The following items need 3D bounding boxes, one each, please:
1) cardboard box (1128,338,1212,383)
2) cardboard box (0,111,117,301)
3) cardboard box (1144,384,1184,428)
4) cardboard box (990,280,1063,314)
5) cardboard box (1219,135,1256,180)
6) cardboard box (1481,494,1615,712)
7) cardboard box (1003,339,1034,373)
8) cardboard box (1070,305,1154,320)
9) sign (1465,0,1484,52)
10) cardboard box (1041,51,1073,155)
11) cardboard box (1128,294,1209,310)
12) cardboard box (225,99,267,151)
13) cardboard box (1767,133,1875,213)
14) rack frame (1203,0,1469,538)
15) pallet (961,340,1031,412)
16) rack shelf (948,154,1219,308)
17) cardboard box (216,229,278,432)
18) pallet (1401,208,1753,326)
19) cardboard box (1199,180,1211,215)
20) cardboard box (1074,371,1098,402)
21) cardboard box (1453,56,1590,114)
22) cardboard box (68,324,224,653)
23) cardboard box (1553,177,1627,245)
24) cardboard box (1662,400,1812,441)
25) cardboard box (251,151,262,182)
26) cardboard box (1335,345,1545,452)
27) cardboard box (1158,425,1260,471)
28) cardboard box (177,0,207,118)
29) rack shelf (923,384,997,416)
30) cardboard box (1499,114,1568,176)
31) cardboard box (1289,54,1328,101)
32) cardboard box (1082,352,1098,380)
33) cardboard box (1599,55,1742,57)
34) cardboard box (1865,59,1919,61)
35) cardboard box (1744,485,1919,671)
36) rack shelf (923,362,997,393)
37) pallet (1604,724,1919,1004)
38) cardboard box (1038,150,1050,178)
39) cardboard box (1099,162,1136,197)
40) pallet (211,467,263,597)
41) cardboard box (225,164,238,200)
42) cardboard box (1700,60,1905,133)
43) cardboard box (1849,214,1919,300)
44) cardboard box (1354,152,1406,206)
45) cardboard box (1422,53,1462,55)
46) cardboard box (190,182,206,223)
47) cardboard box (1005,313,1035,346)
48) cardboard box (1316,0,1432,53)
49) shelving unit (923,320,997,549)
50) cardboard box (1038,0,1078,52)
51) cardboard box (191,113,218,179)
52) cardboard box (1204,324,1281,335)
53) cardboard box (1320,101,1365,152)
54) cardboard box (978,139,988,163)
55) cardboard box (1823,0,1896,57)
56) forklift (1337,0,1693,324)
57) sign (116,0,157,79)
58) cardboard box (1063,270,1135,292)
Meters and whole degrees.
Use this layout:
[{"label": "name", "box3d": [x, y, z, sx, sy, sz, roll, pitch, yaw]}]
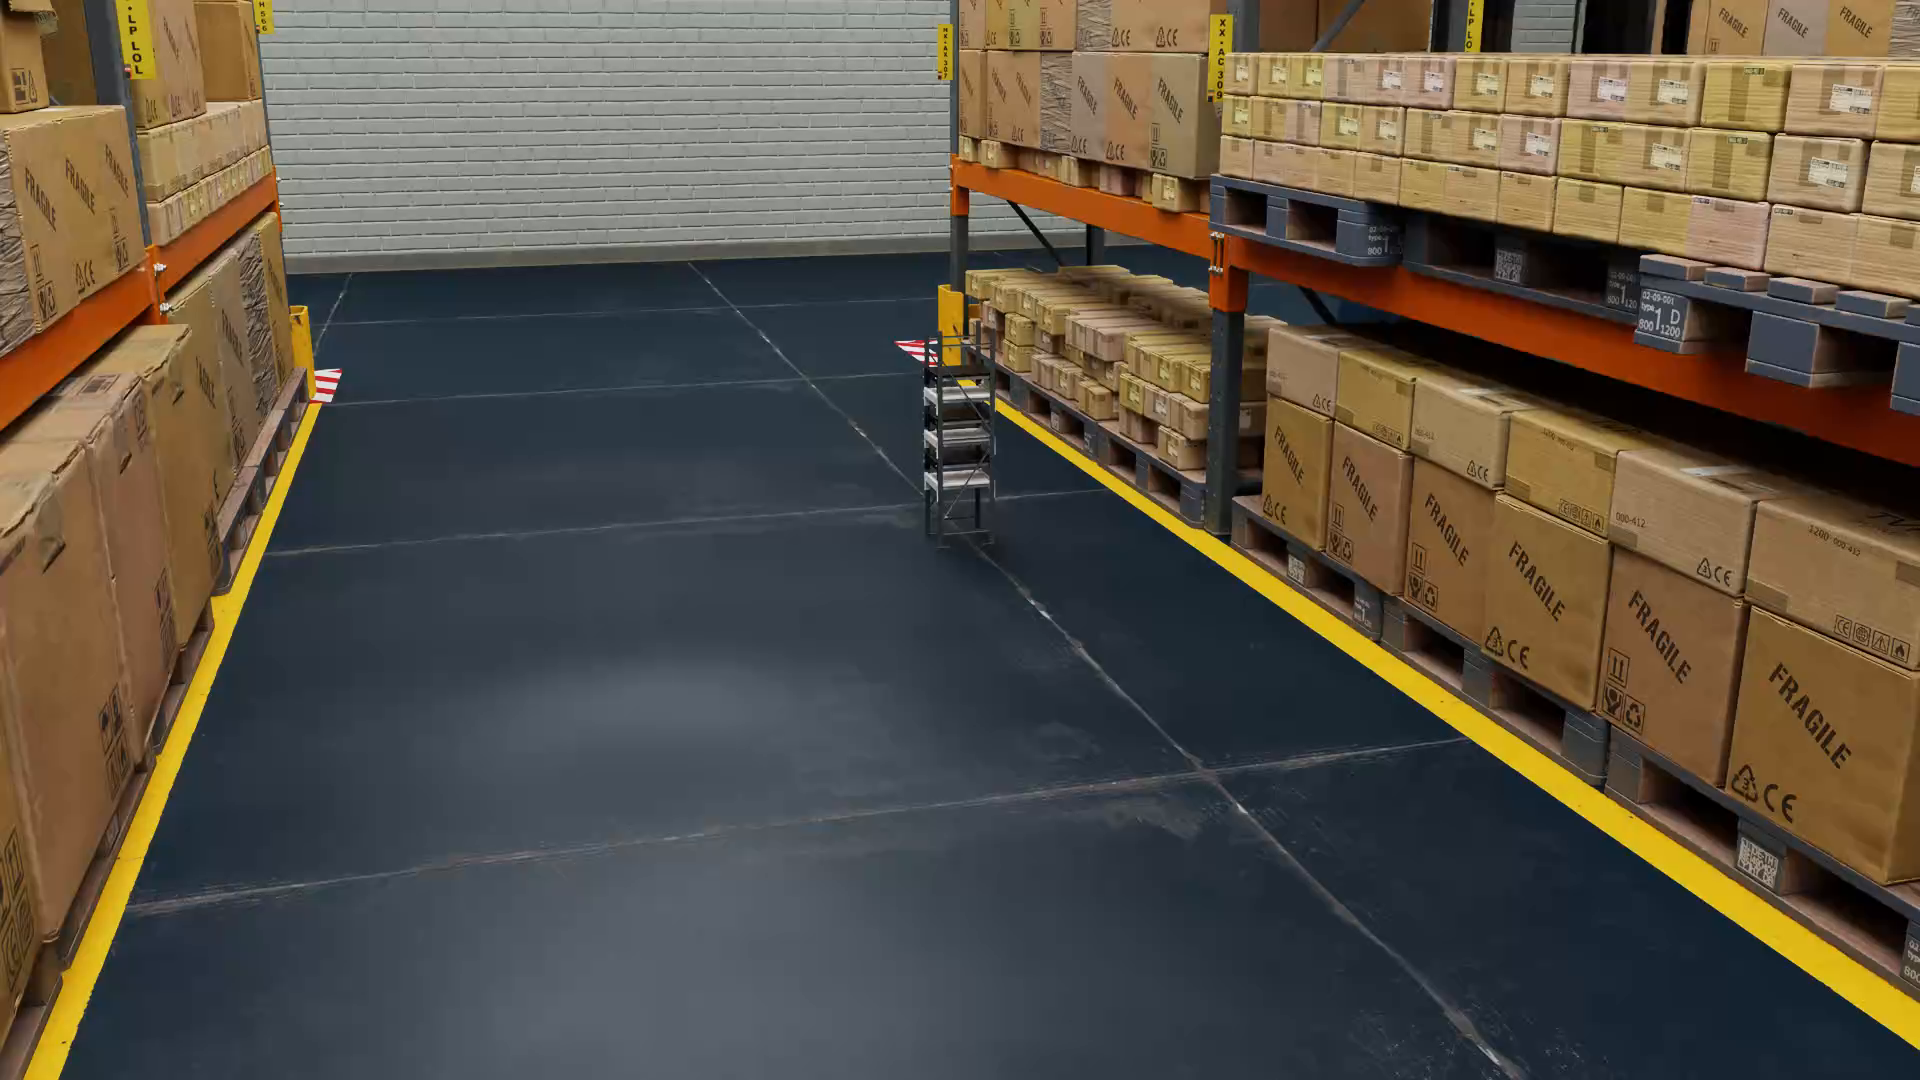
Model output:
[{"label": "cardboard box", "box3d": [1.002, -0.836, 7.713, 0.380, 0.149, 0.250, -5, 17, -16]}, {"label": "cardboard box", "box3d": [-2.743, -0.940, 4.694, 0.500, 0.500, 0.500, -4, 17, -14]}, {"label": "cardboard box", "box3d": [1.055, -0.616, 7.496, 0.380, 0.149, 0.250, -6, 18, -18]}, {"label": "cardboard box", "box3d": [0.389, -1.410, 9.625, 0.380, 0.149, 0.250, -5, 17, -15]}, {"label": "cardboard box", "box3d": [1.200, -1.437, 6.229, 0.380, 0.149, 0.250, -6, 18, -18]}, {"label": "cardboard box", "box3d": [1.901, 0.151, 4.852, 0.500, 0.500, 0.500, -6, 18, -18]}, {"label": "cardboard box", "box3d": [0.461, -1.060, 9.493, 0.380, 0.149, 0.250, -4, 17, -15]}, {"label": "cardboard box", "box3d": [0.794, -1.133, 8.700, 0.380, 0.149, 0.250, -5, 17, -15]}, {"label": "sign", "box3d": [2.066, -2.101, 6.720, 0.100, 0.325, 0.005, -5, 17, -15]}, {"label": "cardboard box", "box3d": [0.732, -2.229, 8.469, 0.500, 0.500, 0.500, -5, 17, -17]}, {"label": "cardboard box", "box3d": [1.134, -1.239, 9.053, 0.380, 0.149, 0.250, -5, 18, -17]}, {"label": "cardboard box", "box3d": [-3.974, -2.201, 8.810, 0.500, 0.250, 0.500, -5, 17, -16]}, {"label": "cardboard box", "box3d": [1.984, -0.793, 3.567, 0.380, 0.149, 0.250, -4, 17, -13]}, {"label": "rack frame", "box3d": [1.534, -1.502, 6.737, 1.000, 3.000, 0.127, -5, 17, -15]}, {"label": "pallet", "box3d": [0.645, -1.024, 9.994, 1.003, 0.211, 1.213, -5, 17, -15]}, {"label": "rack shelf", "box3d": [0.984, -1.710, 8.682, 1.077, 0.370, 4.000, -5, 17, -15]}, {"label": "cardboard box", "box3d": [-3.859, -1.005, 8.047, 0.875, 0.875, 0.875, -5, 17, -15]}, {"label": "pallet", "box3d": [2.050, -0.848, 4.893, 1.003, 0.211, 1.213, -5, 17, -15]}, {"label": "cardboard box", "box3d": [1.230, -1.442, 6.975, 0.380, 0.149, 0.250, -5, 17, -16]}, {"label": "cardboard box", "box3d": [0.807, -0.783, 8.569, 0.380, 0.149, 0.250, -4, 17, -14]}, {"label": "cardboard box", "box3d": [1.634, -1.290, 4.706, 0.380, 0.149, 0.250, -4, 17, -14]}, {"label": "cardboard box", "box3d": [-3.068, -0.146, 5.186, 1.225, 0.875, 0.875, -5, 17, -15]}, {"label": "cardboard box", "box3d": [1.777, -0.860, 4.306, 0.380, 0.149, 0.250, -5, 18, -18]}, {"label": "cardboard box", "box3d": [2.413, -0.246, 4.870, 0.500, 0.250, 0.500, -5, 17, -15]}, {"label": "cardboard box", "box3d": [-3.807, -1.909, 8.531, 0.380, 0.149, 0.250, -5, 17, -15]}, {"label": "cardboard box", "box3d": [1.631, -0.492, 5.689, 0.500, 0.250, 0.500, -4, 17, -14]}, {"label": "cardboard box", "box3d": [1.098, -0.419, 7.358, 0.380, 0.149, 0.250, -4, 17, -15]}, {"label": "cardboard box", "box3d": [-3.424, -2.000, 6.837, 0.500, 0.500, 0.500, -5, 18, -17]}, {"label": "rack shelf", "box3d": [-0.002, -0.574, 6.788, 0.258, 0.077, 0.200, -5, 17, -15]}, {"label": "cardboard box", "box3d": [1.703, -1.076, 4.509, 0.380, 0.149, 0.250, -4, 17, -14]}, {"label": "cardboard box", "box3d": [1.350, -1.574, 5.652, 0.380, 0.149, 0.250, -5, 17, -15]}, {"label": "cardboard box", "box3d": [0.847, -0.910, 8.477, 0.380, 0.149, 0.250, -6, 18, -18]}, {"label": "cardboard box", "box3d": [2.189, -1.411, 5.109, 0.380, 0.149, 0.250, -6, 18, -18]}, {"label": "cardboard box", "box3d": [2.480, -1.120, 4.138, 0.380, 0.149, 0.250, -5, 18, -18]}, {"label": "cardboard box", "box3d": [2.193, 0.073, 3.806, 0.500, 0.250, 0.500, -5, 17, -17]}, {"label": "rack shelf", "box3d": [-0.002, -0.660, 6.762, 0.258, 0.077, 0.200, -5, 17, -15]}, {"label": "pallet", "box3d": [2.420, 0.724, 4.175, 1.003, 0.211, 1.213, -5, 17, -15]}, {"label": "cardboard box", "box3d": [0.635, -2.018, 8.893, 0.380, 0.149, 0.250, -5, 17, -16]}, {"label": "cardboard box", "box3d": [0.888, -1.729, 7.931, 0.380, 0.149, 0.250, -5, 18, -18]}, {"label": "pallet", "box3d": [-3.397, -0.018, 6.647, 1.003, 0.211, 1.213, -5, 17, -15]}, {"label": "cardboard box", "box3d": [-3.528, -1.628, 7.595, 0.380, 0.149, 0.250, -4, 17, -14]}, {"label": "cardboard box", "box3d": [1.919, -1.002, 3.748, 0.380, 0.149, 0.250, -4, 17, -14]}, {"label": "cardboard box", "box3d": [2.055, -0.576, 3.363, 0.380, 0.149, 0.250, -4, 17, -14]}, {"label": "cardboard box", "box3d": [1.485, -1.152, 5.278, 0.380, 0.149, 0.250, -5, 18, -18]}, {"label": "cardboard box", "box3d": [1.906, -1.698, 6.062, 0.380, 0.149, 0.250, -5, 17, -17]}, {"label": "cardboard box", "box3d": [-3.244, -1.343, 6.647, 0.380, 0.149, 0.250, -5, 17, -17]}, {"label": "cardboard box", "box3d": [0.471, -1.201, 9.443, 0.380, 0.149, 0.250, -4, 17, -14]}, {"label": "cardboard box", "box3d": [1.644, -2.315, 7.016, 0.500, 0.500, 0.500, -4, 17, -14]}, {"label": "shelving unit", "box3d": [-0.002, -0.433, 6.830, 0.258, 0.900, 0.210, -5, 17, -15]}, {"label": "cardboard box", "box3d": [0.712, -2.707, 8.320, 0.500, 0.500, 0.500, -5, 18, -17]}, {"label": "cardboard box", "box3d": [-3.420, -1.640, 6.940, 0.500, 0.250, 0.500, -4, 17, -14]}, {"label": "cardboard box", "box3d": [1.409, -0.951, 8.096, 0.380, 0.149, 0.250, -5, 17, -17]}, {"label": "cardboard box", "box3d": [1.416, -1.365, 5.471, 0.380, 0.149, 0.250, -5, 18, -18]}, {"label": "cardboard box", "box3d": [0.318, -2.305, 9.849, 0.380, 0.149, 0.250, -4, 17, -13]}, {"label": "cardboard box", "box3d": [5.460, -2.977, 9.736, 0.500, 0.500, 0.500, -5, 17, -15]}, {"label": "forklift", "box3d": [2.881, -1.696, 7.502, 1.130, 2.935, 3.031, -4, 17, -14]}, {"label": "sign", "box3d": [-2.744, -1.700, 5.521, 0.100, 0.325, 0.005, -5, 17, -15]}, {"label": "cardboard box", "box3d": [0.837, -1.528, 10.017, 0.380, 0.149, 0.250, -4, 17, -14]}]
